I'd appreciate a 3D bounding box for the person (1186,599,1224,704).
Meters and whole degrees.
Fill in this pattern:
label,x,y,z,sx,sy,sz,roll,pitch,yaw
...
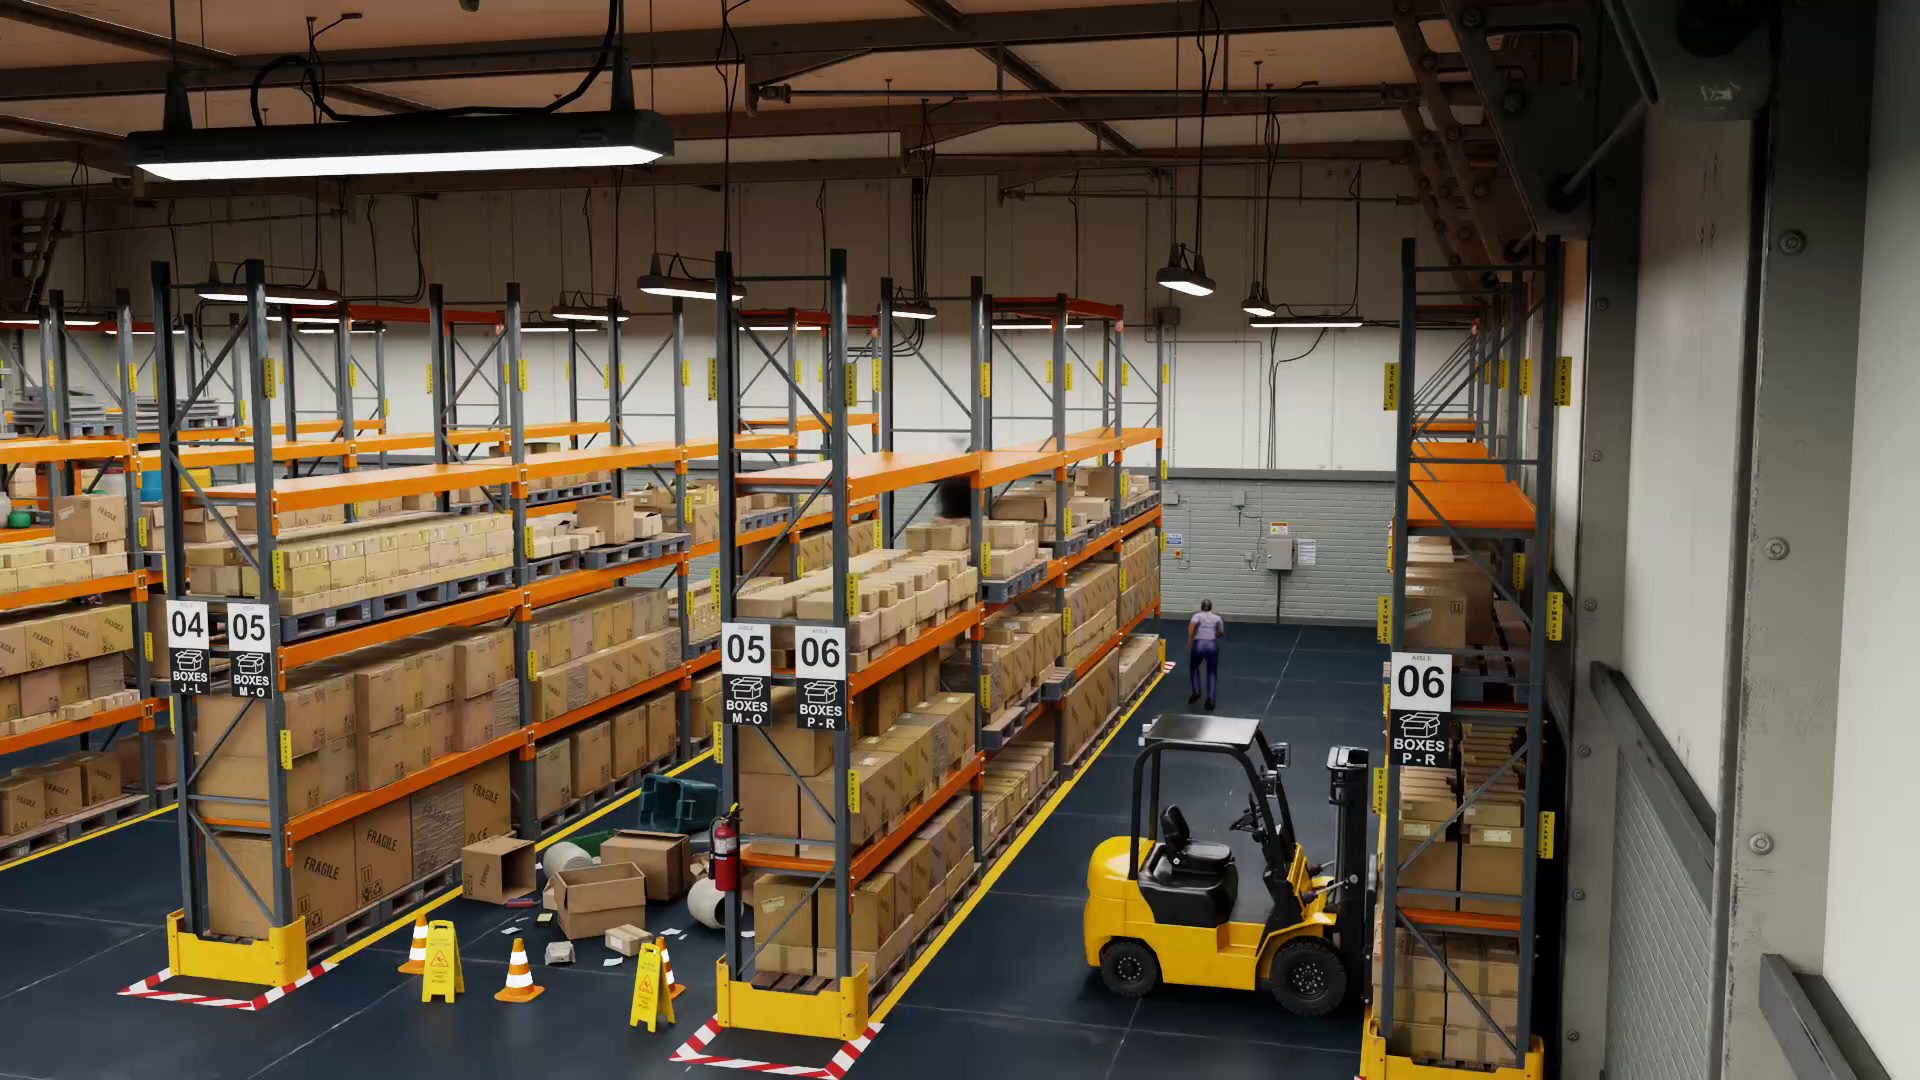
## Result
label,x,y,z,sx,sy,sz,roll,pitch,yaw
person,3.730,1.713,25.333,0.606,1.611,0.936,0,6,2
